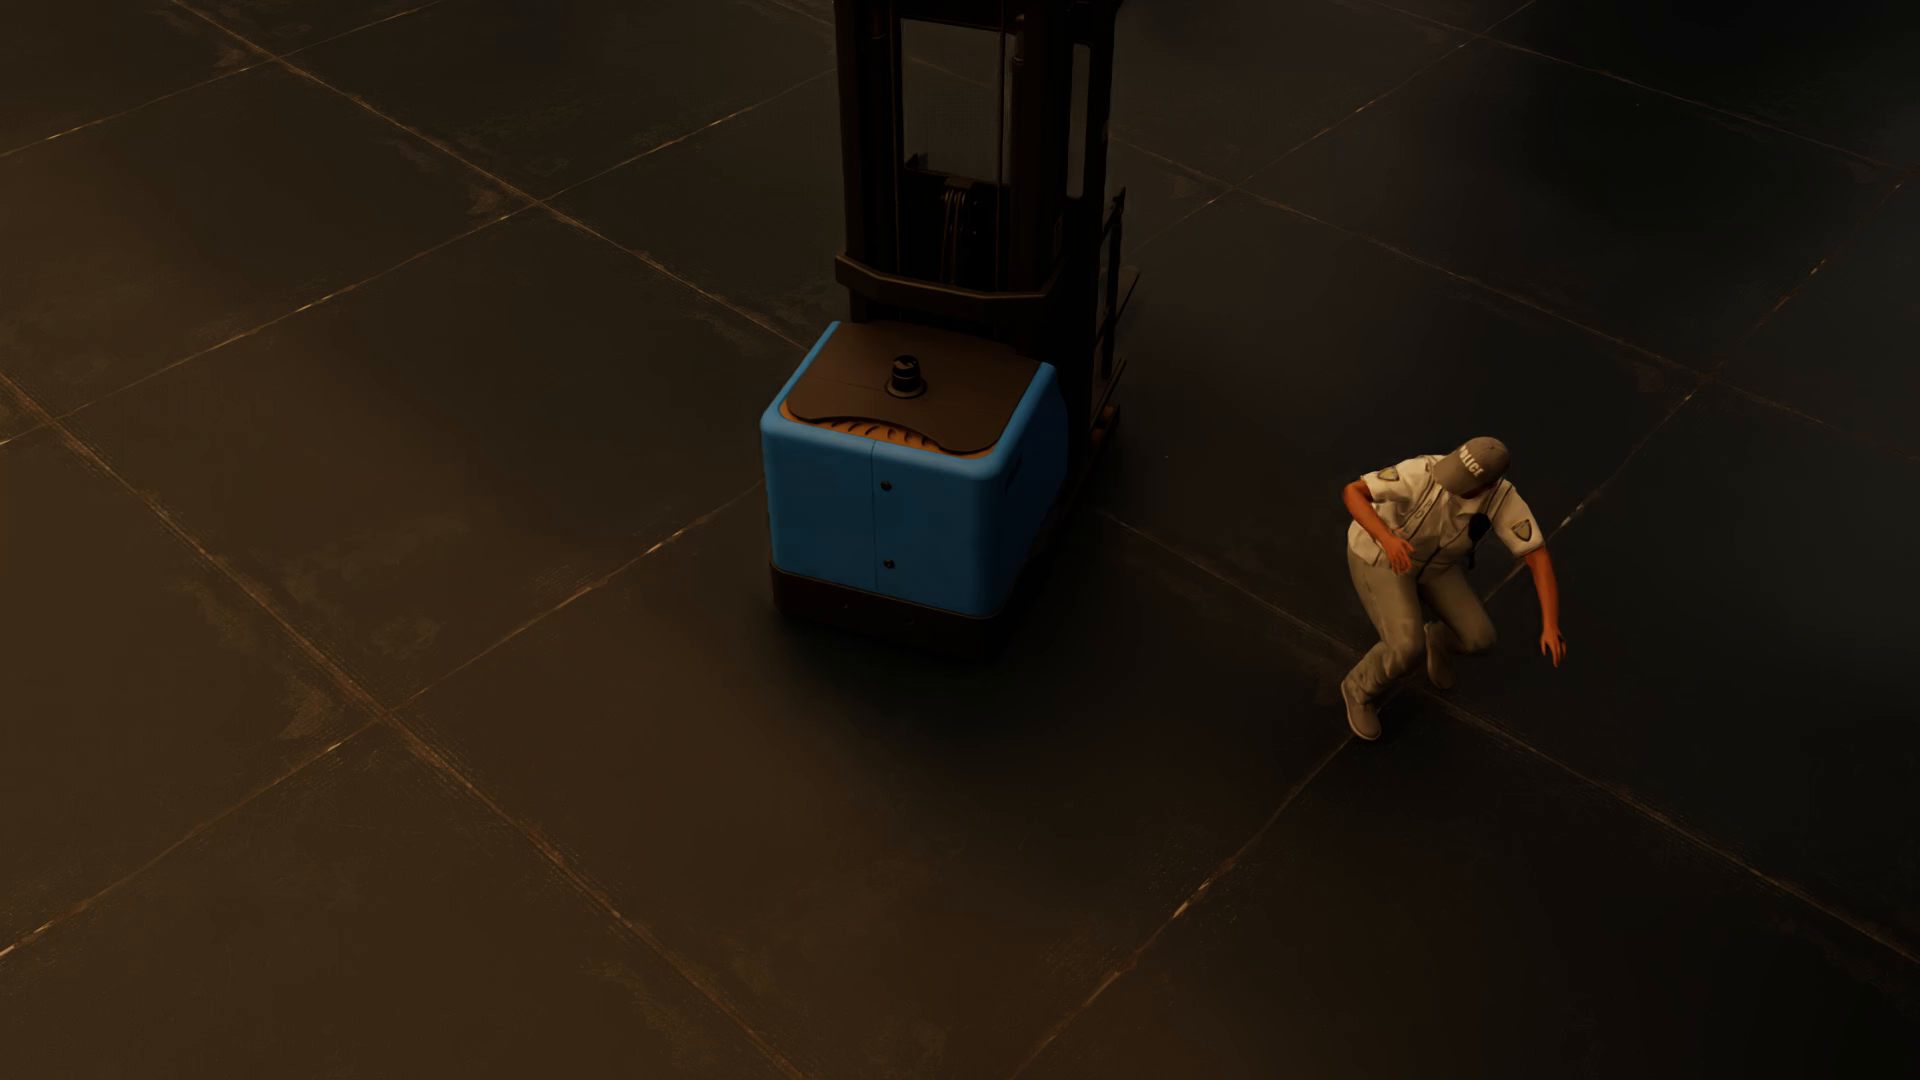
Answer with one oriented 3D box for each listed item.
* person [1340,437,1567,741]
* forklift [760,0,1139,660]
[{"bbox_3d":[1.831,0.189,6.413,0.739,1.414,0.910,-8,41,-9],"label":"person"},{"bbox_3d":[0.154,-1.576,7.265,1.130,2.935,3.031,13,42,15],"label":"forklift"}]
